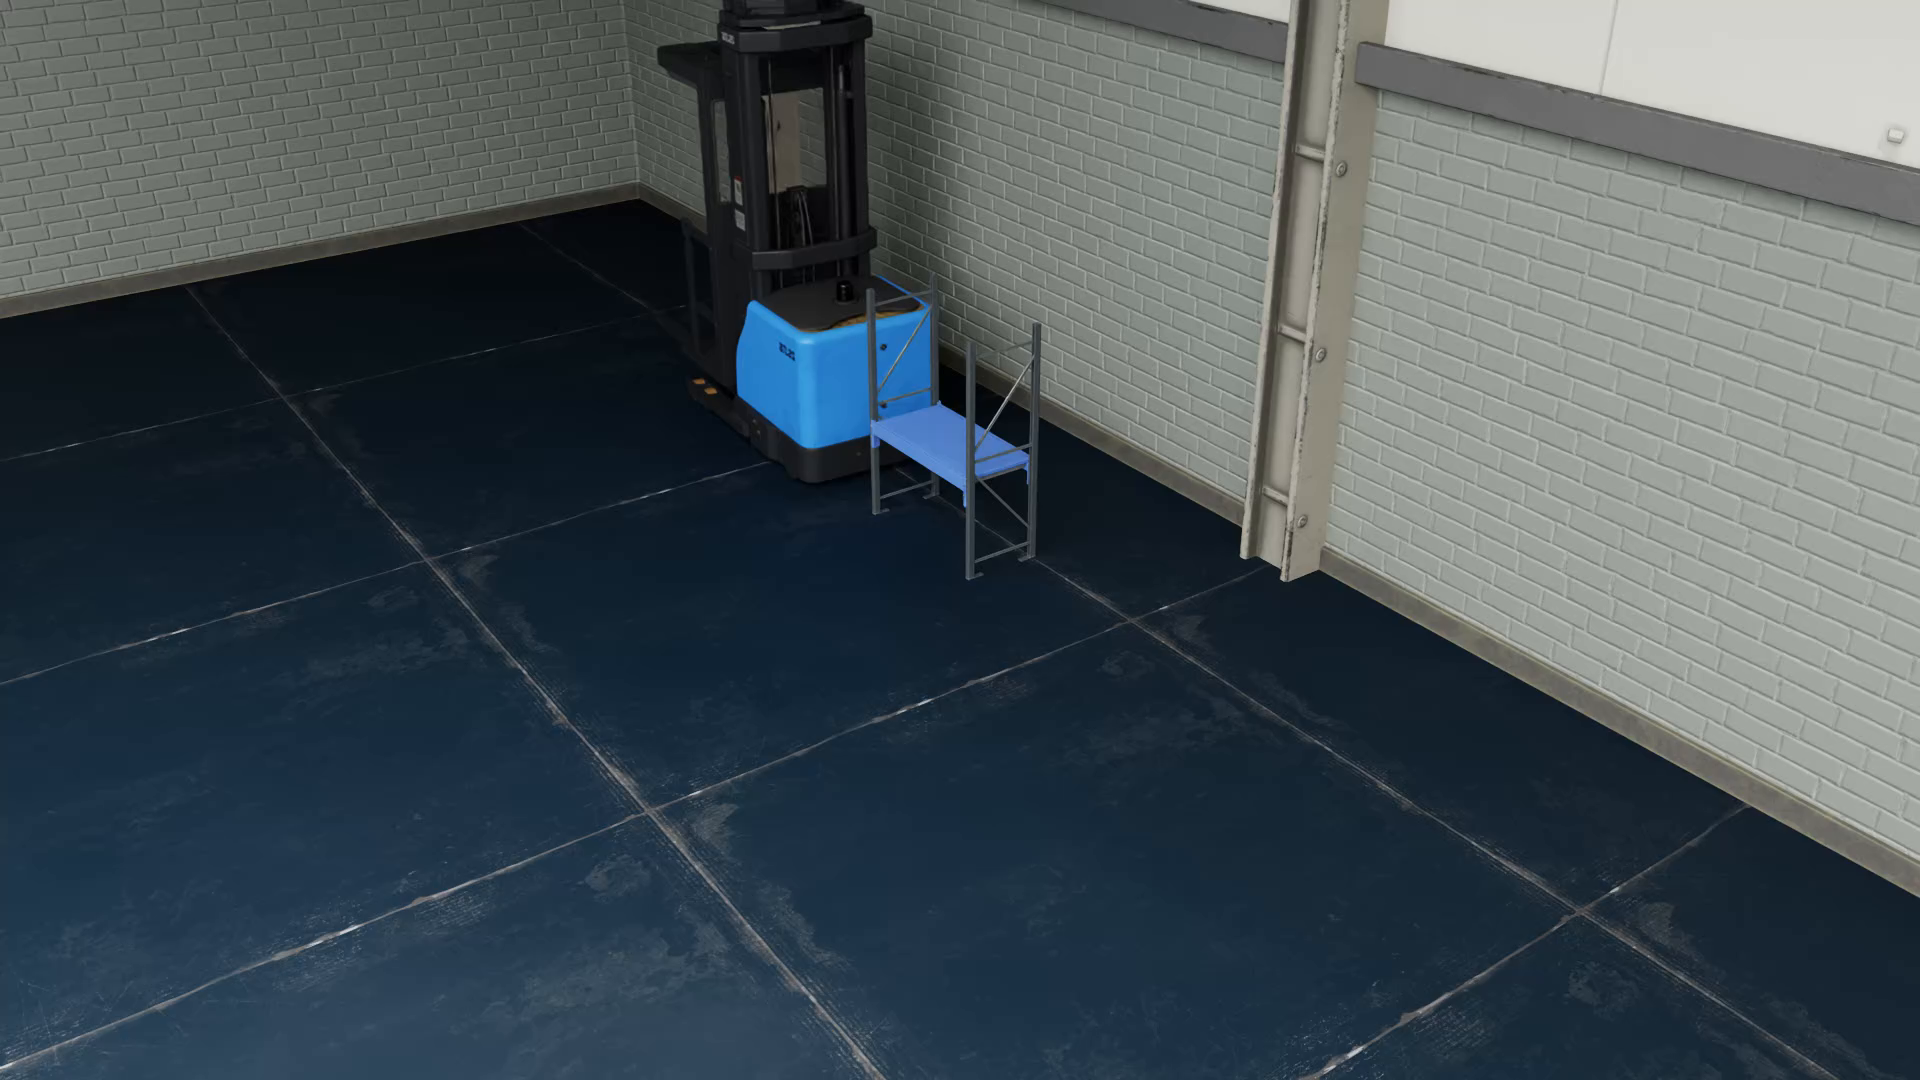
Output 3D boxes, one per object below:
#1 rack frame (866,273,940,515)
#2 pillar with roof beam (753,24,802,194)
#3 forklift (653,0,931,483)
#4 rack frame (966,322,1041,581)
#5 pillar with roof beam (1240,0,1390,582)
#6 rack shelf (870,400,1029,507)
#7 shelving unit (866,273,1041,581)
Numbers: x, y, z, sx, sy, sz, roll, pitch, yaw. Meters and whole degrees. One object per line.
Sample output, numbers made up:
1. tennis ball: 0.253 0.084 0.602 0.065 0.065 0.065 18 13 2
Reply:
1. rack frame: -0.344 -0.890 10.317 0.500 1.500 0.032 -19 34 -31
2. pillar with roof beam: -5.057 -4.965 9.963 9.100 9.000 0.400 -19 34 -31
3. forklift: -1.329 -2.322 11.455 1.130 2.935 3.031 -16 33 -27
4. rack frame: 0.245 -0.495 9.589 0.500 1.500 0.032 -19 34 -31
5. pillar with roof beam: -1.577 -2.632 5.668 9.100 9.000 0.400 -19 34 -31
6. rack shelf: -0.049 -0.534 10.039 0.538 0.185 1.000 -19 34 -31
7. shelving unit: -0.049 -0.692 9.953 0.538 1.500 1.048 -19 34 -31
